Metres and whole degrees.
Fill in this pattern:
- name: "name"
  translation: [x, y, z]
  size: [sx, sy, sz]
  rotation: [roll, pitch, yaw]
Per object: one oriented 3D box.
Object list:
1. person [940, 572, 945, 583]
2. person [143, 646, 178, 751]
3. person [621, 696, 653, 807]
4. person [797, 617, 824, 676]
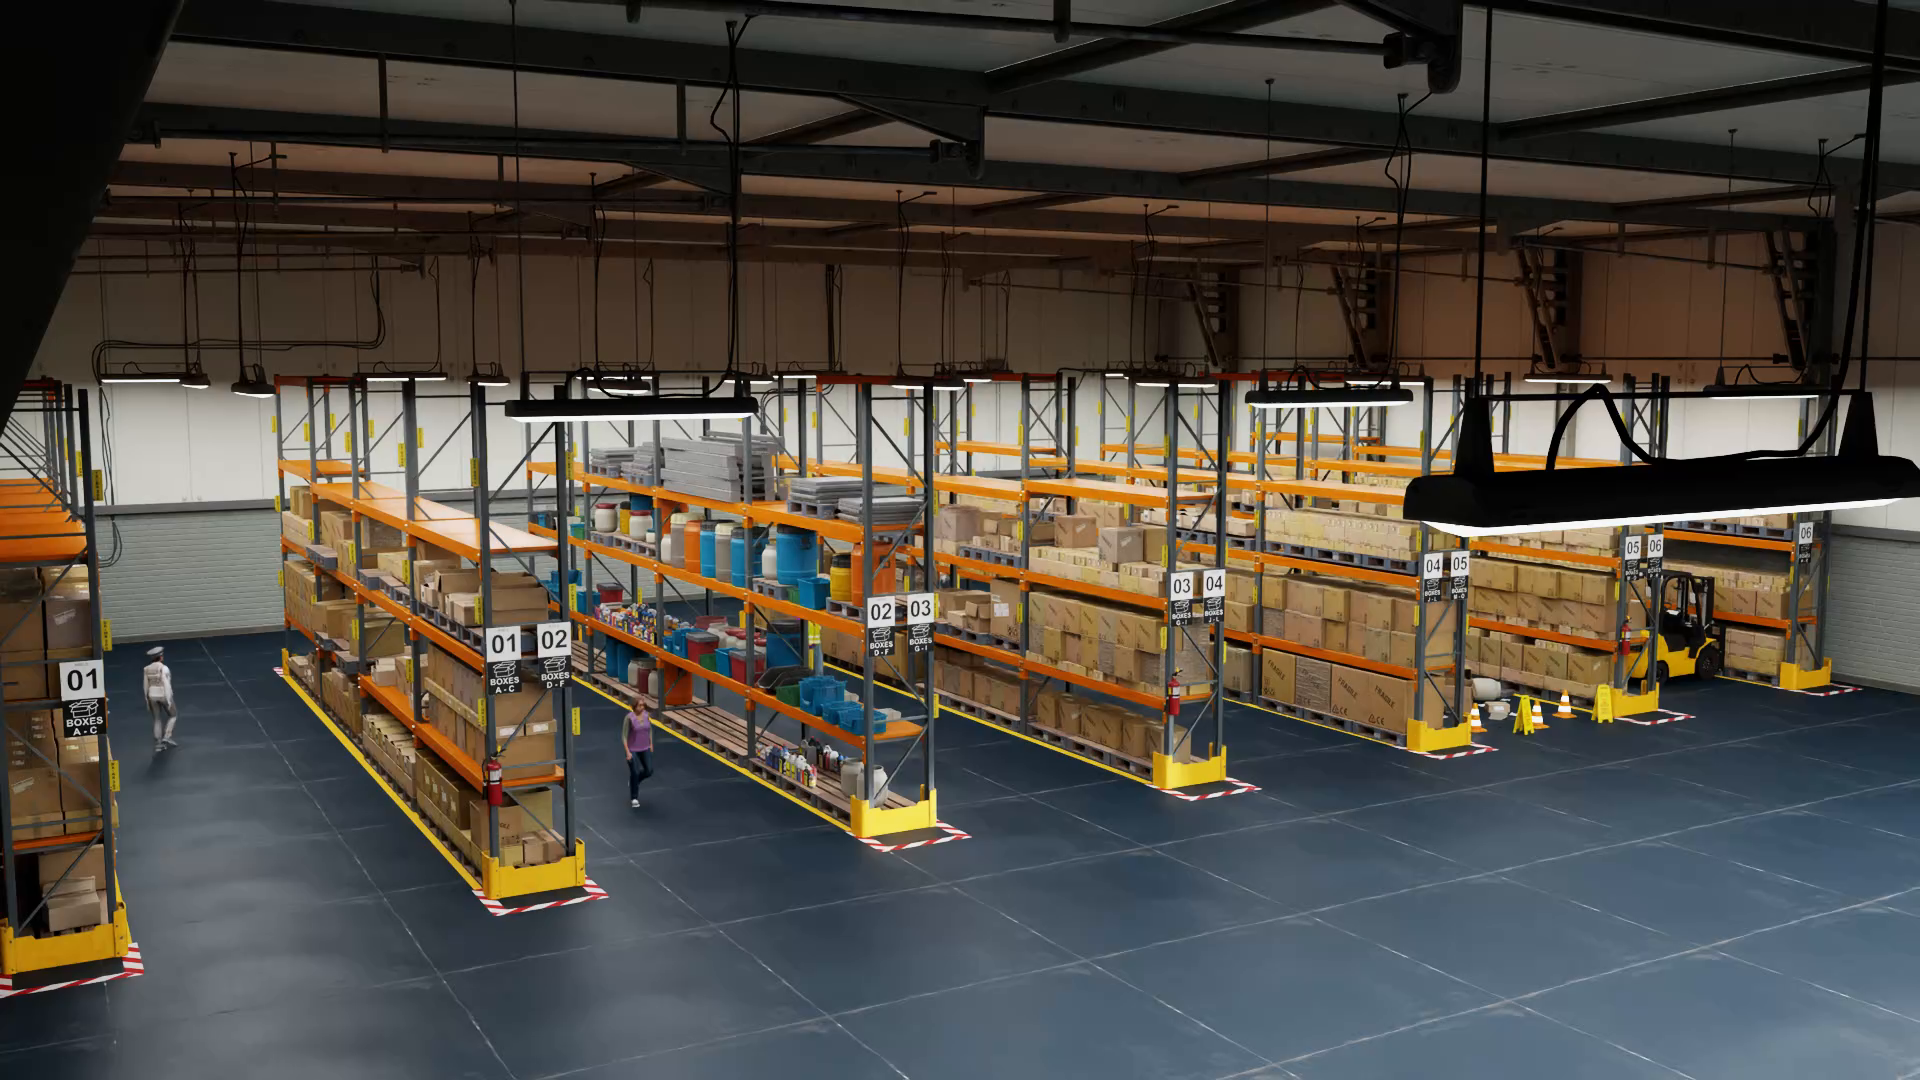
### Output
- name: "person"
  translation: [-0.579, 0.879, 41.904]
  size: [1.017, 1.748, 0.515]
  rotation: [-5, 8, -36]
- name: "person"
  translation: [-12.902, 2.559, 26.785]
  size: [0.509, 1.661, 0.465]
  rotation: [-1, 6, -8]
- name: "person"
  translation: [-4.612, 2.980, 23.631]
  size: [0.501, 1.582, 0.475]
  rotation: [-5, 8, -36]
- name: "person"
  translation: [-2.863, 1.988, 31.888]
  size: [0.604, 1.714, 1.093]
  rotation: [-4, 7, -32]
